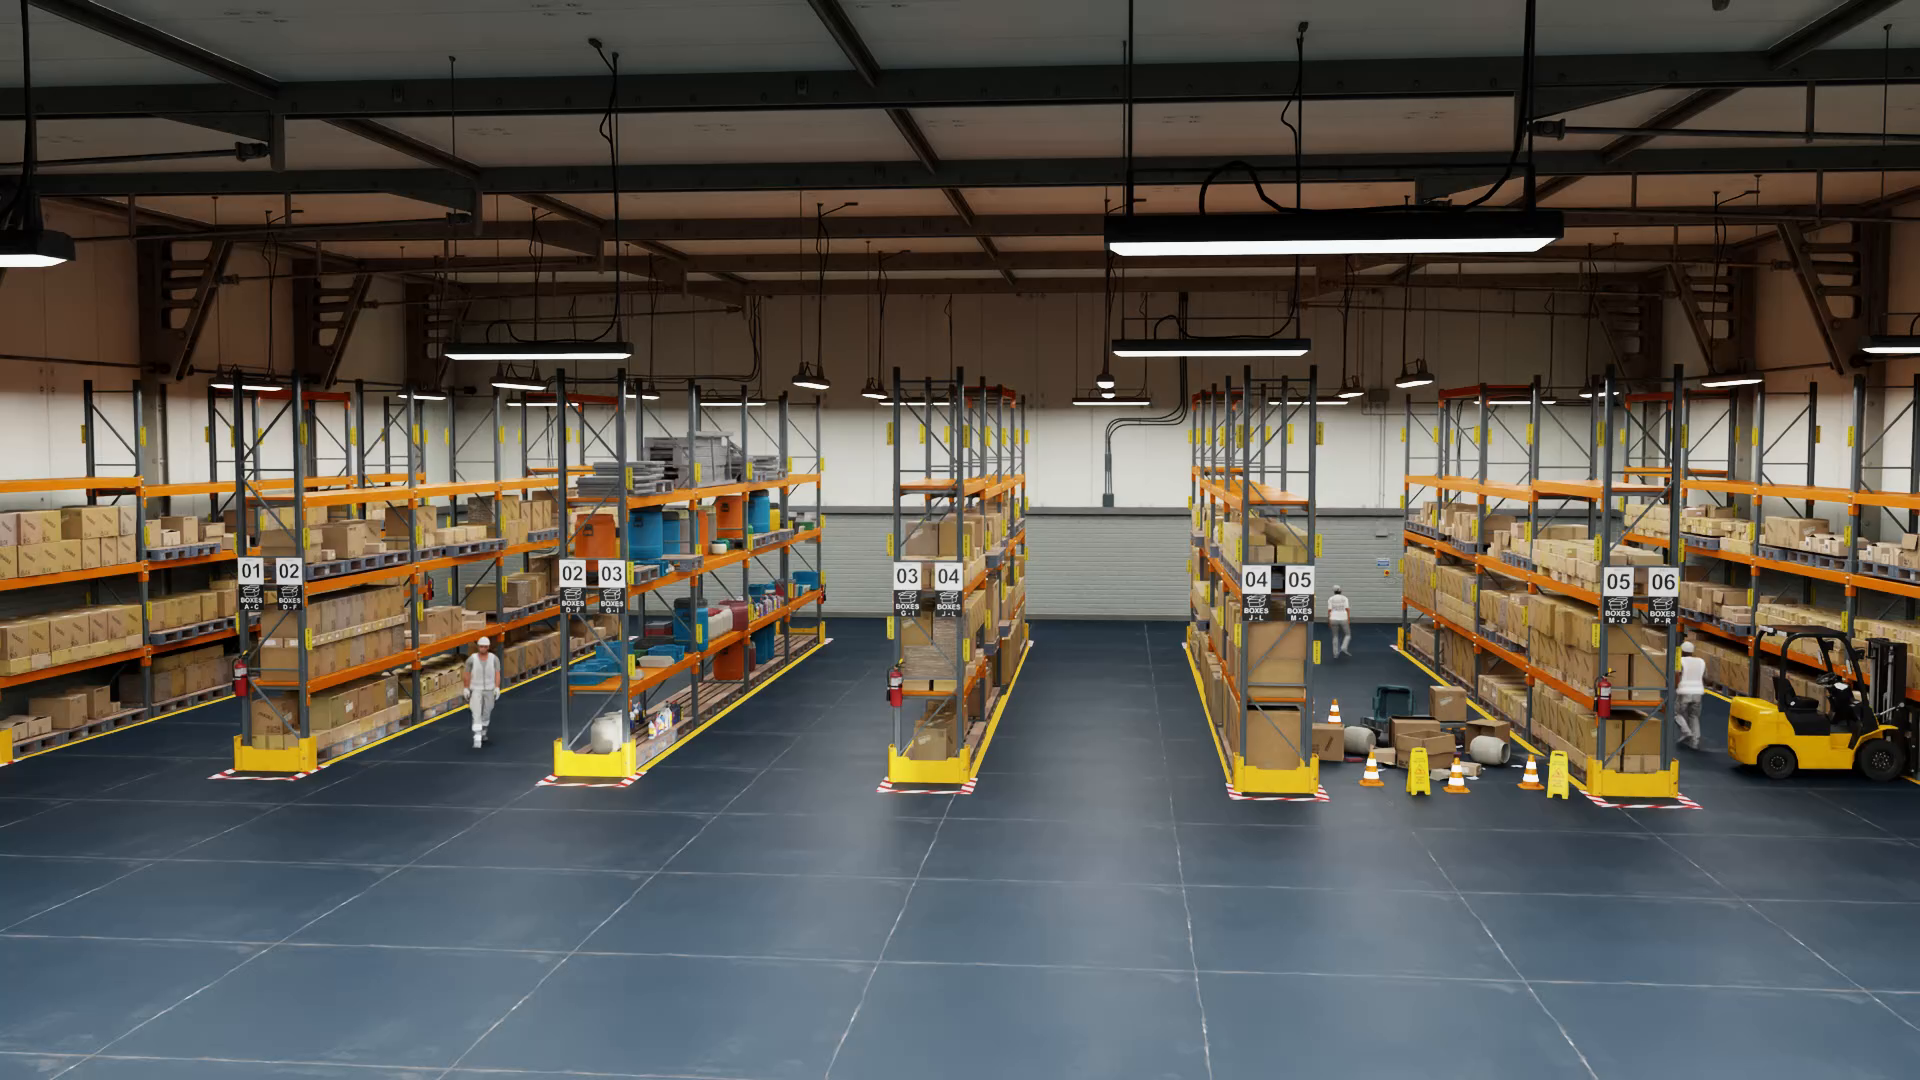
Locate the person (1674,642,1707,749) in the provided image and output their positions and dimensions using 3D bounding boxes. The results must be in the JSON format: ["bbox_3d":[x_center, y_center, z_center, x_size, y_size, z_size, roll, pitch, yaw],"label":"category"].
[{"bbox_3d":[11.799,2.499,26.935,0.647,1.673,0.788,0,4,6],"label":"person"}]

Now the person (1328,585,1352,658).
[{"bbox_3d":[8.564,1.848,37.461,0.556,1.658,0.516,1,4,16],"label":"person"}]

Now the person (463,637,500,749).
[{"bbox_3d":[-7.710,2.433,26.891,0.563,1.736,0.944,-2,4,-29],"label":"person"}]
